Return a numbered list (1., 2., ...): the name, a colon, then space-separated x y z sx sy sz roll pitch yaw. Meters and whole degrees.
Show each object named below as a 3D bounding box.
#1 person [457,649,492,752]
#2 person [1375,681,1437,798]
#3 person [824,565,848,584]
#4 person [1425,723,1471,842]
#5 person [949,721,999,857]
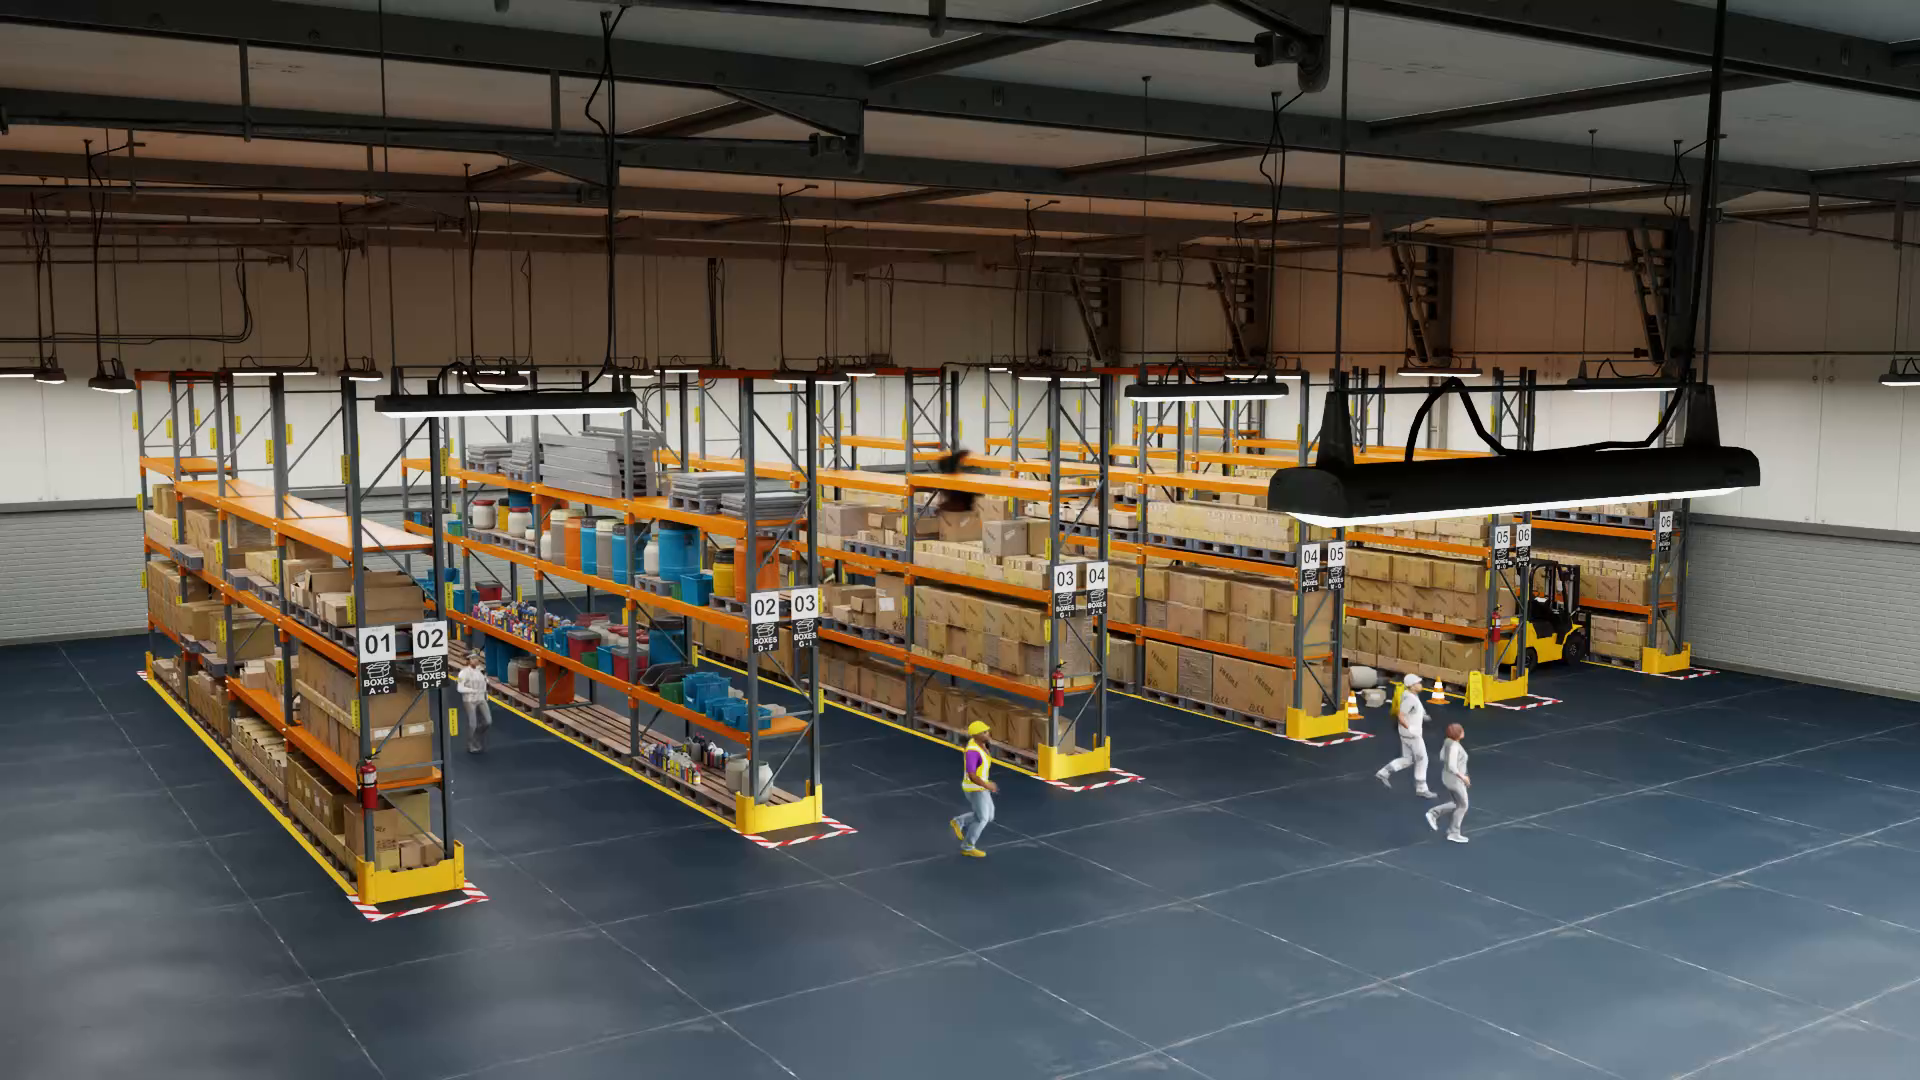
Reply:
1. person: -7.636 2.537 26.242 0.591 1.656 0.518 -6 9 -42
2. person: 6.375 2.803 23.701 0.881 1.741 0.643 1 6 4
3. person: -2.803 1.325 37.529 0.572 1.599 0.692 -6 9 -43
4. person: 6.327 3.140 21.551 0.557 1.573 0.540 0 6 1
5. person: 0.186 3.121 20.961 0.654 1.726 0.721 1 6 6
